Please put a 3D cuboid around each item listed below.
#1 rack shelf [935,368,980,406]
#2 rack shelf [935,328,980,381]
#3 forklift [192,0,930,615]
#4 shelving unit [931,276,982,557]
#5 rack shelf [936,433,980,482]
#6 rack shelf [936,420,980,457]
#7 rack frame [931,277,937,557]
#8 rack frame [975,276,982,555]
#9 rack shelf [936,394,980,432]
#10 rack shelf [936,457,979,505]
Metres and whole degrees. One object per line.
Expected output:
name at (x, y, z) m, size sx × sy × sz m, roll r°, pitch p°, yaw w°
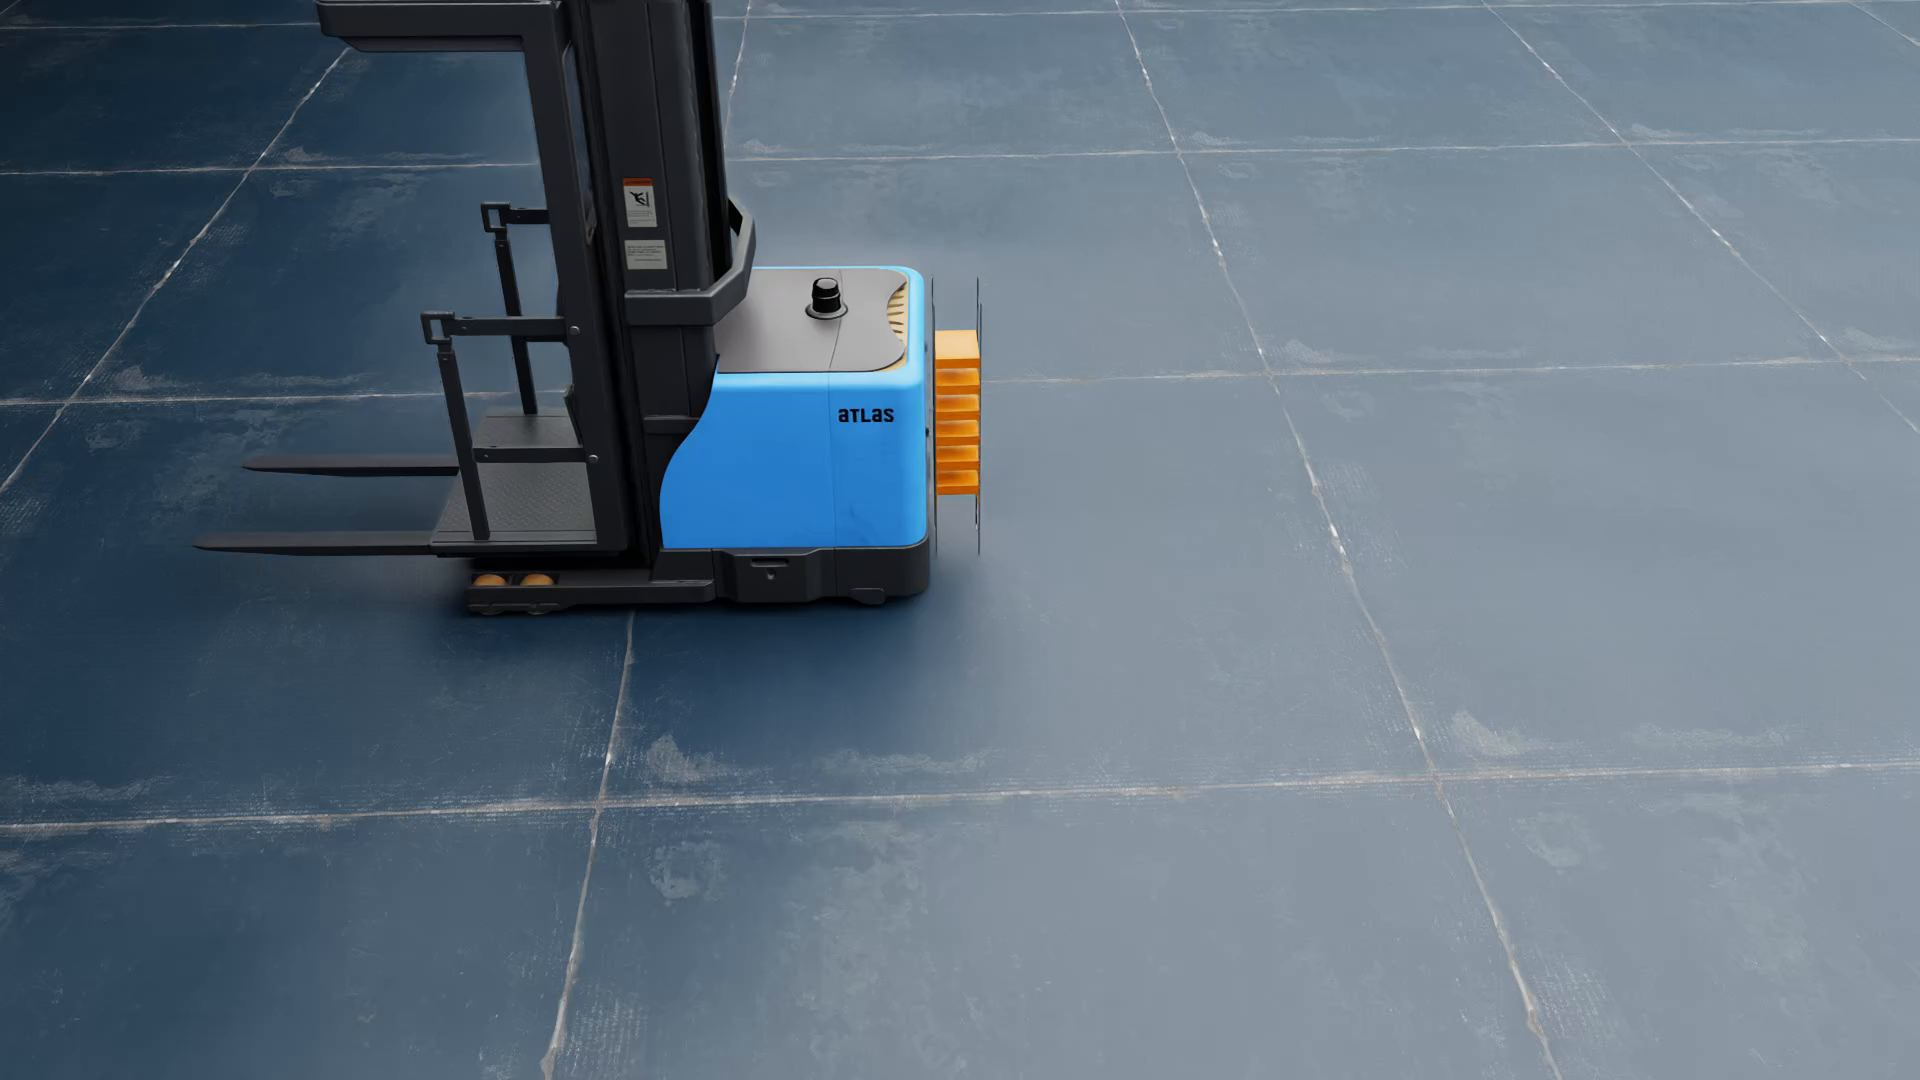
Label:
rack shelf at (-0.014, -0.654, 6.797) m, size 0.180 × 0.103 × 0.258 m, roll -2°, pitch 35°, yaw -2°
rack shelf at (-0.014, -0.752, 6.728) m, size 0.180 × 0.103 × 0.258 m, roll -2°, pitch 35°, yaw -2°
forklift at (-1.647, -1.202, 6.411) m, size 3.031 × 2.935 × 1.130 m, roll -1°, pitch 35°, yaw -1°
shelving unit at (-0.014, -0.493, 6.908) m, size 0.189 × 1.200 × 0.258 m, roll -2°, pitch 35°, yaw -2°
rack shelf at (-0.014, -0.358, 7.002) m, size 0.180 × 0.103 × 0.258 m, roll -2°, pitch 35°, yaw -2°
rack shelf at (-0.014, -0.456, 6.933) m, size 0.180 × 0.103 × 0.258 m, roll -2°, pitch 35°, yaw -2°
rack frame at (-0.106, -0.491, 6.904) m, size 0.006 × 1.200 × 0.240 m, roll -2°, pitch 35°, yaw -2°
rack frame at (0.077, -0.495, 6.912) m, size 0.006 × 1.200 × 0.240 m, roll -2°, pitch 35°, yaw -2°
rack shelf at (-0.014, -0.555, 6.865) m, size 0.180 × 0.103 × 0.258 m, roll -2°, pitch 35°, yaw -2°
rack shelf at (-0.014, -0.259, 7.070) m, size 0.180 × 0.103 × 0.258 m, roll -2°, pitch 35°, yaw -2°
